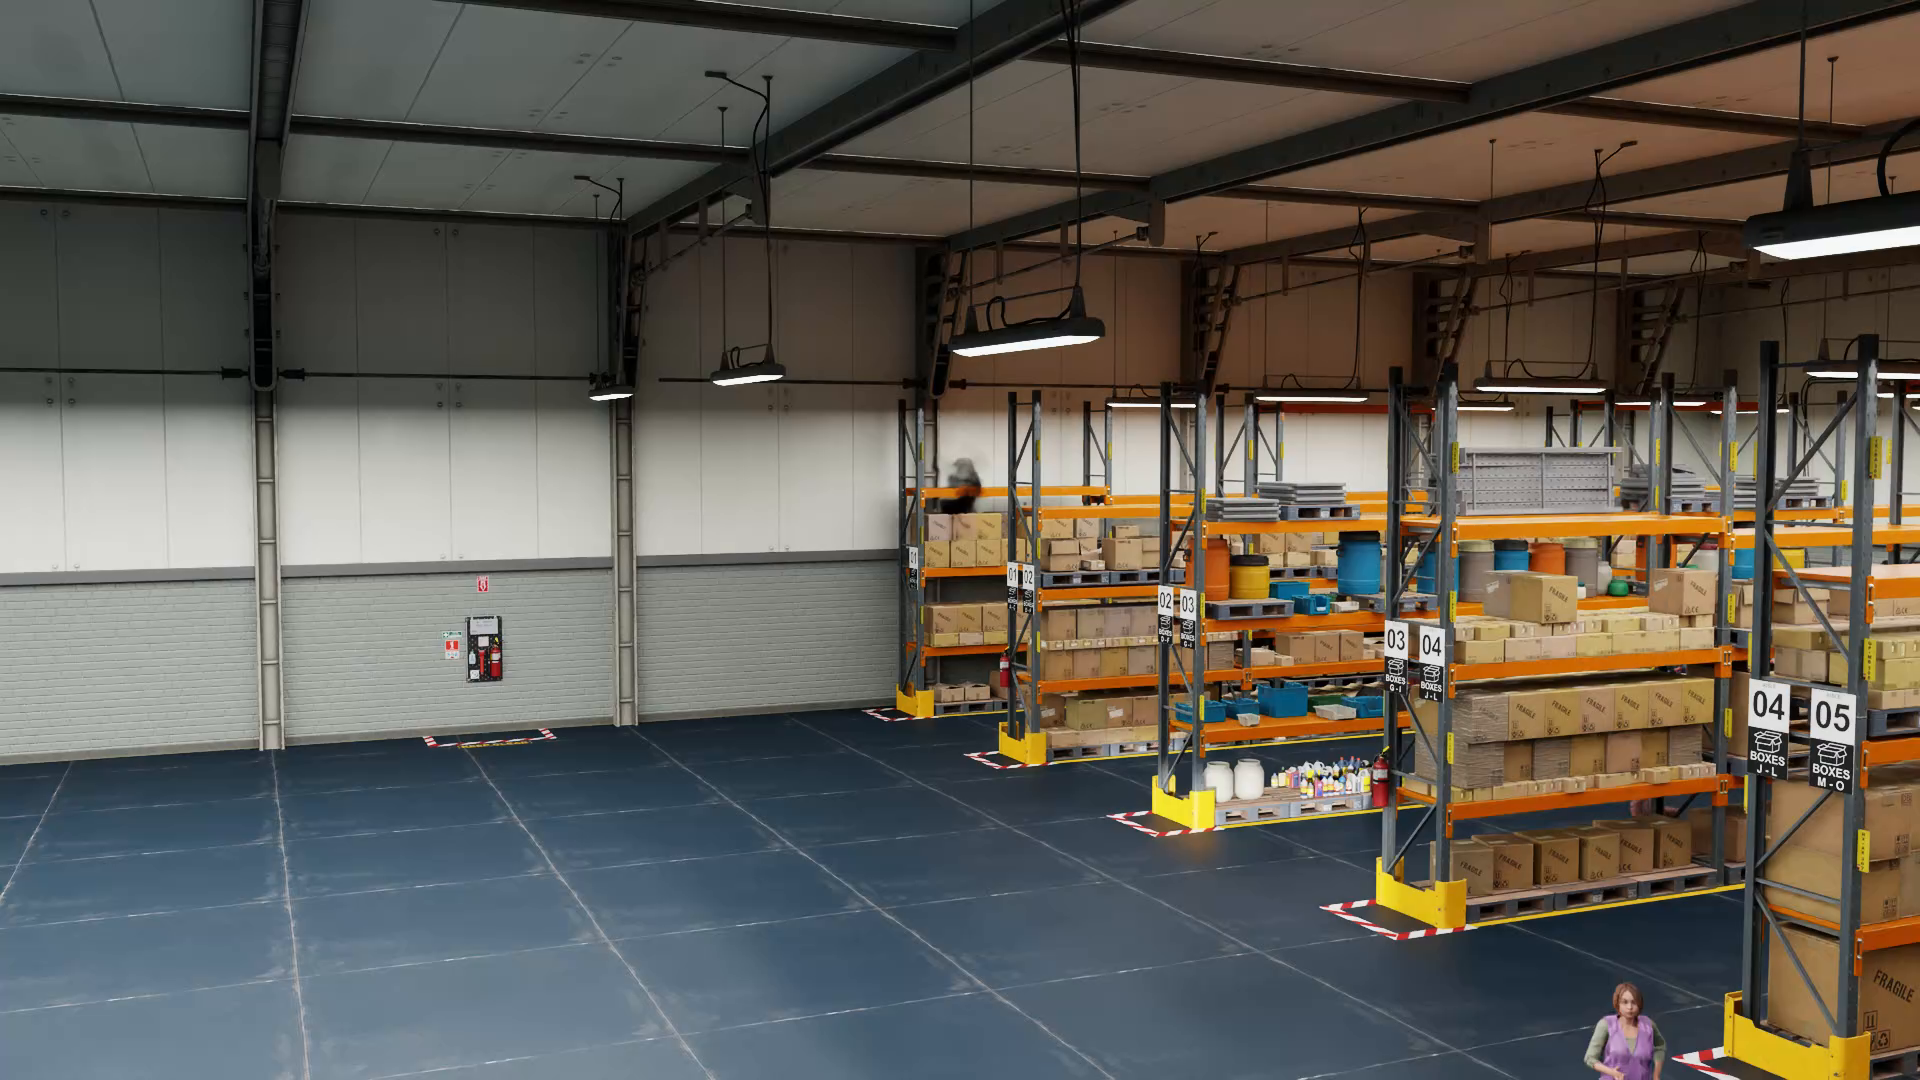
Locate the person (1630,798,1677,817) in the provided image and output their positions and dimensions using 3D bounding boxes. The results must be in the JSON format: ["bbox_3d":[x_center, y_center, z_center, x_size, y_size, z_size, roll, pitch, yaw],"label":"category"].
[{"bbox_3d":[8.929,3.098,21.457,0.747,1.649,0.580,-2,4,-28],"label":"person"}]

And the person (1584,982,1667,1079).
[{"bbox_3d":[4.375,3.695,10.920,0.534,1.592,0.860,1,3,15],"label":"person"}]
